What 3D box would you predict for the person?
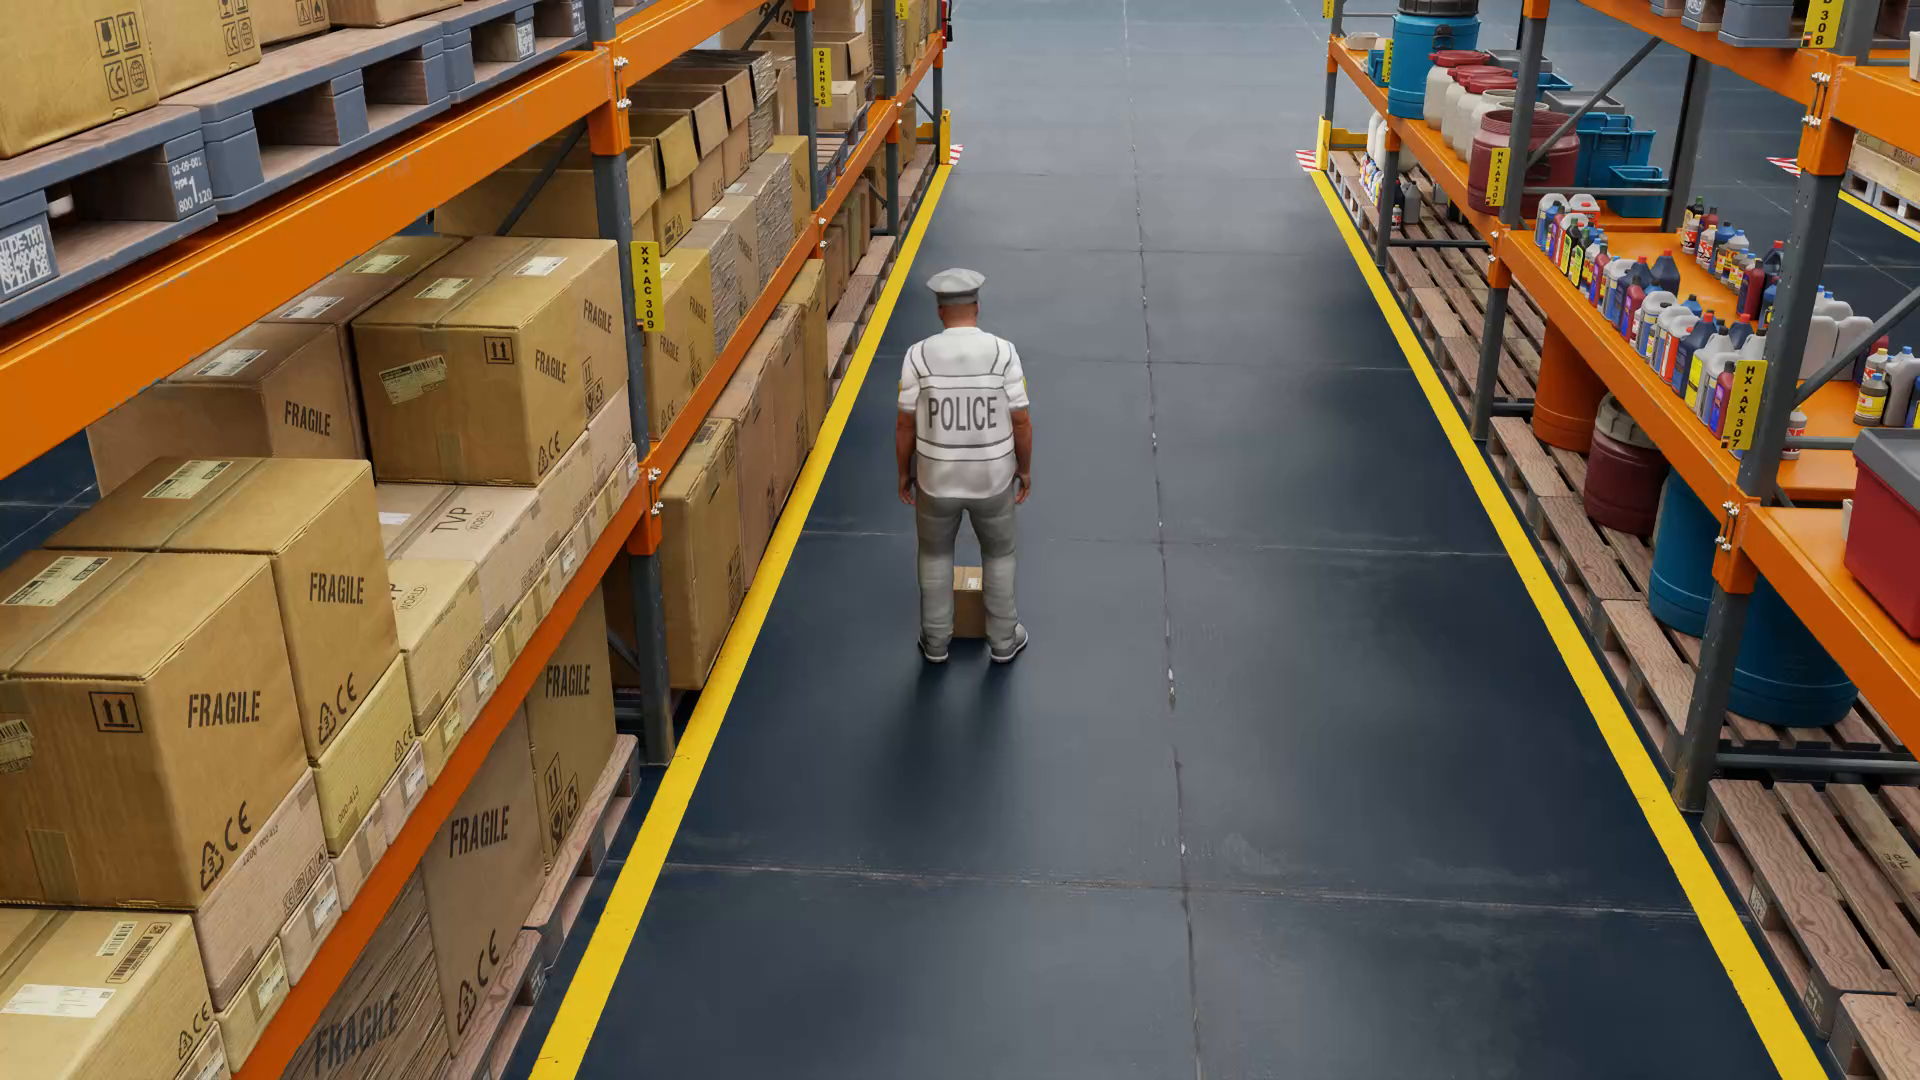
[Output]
[{"bbox_3d":[0.017,-0.278,7.210,0.589,1.746,0.438,0,24,0],"label":"person"}]
